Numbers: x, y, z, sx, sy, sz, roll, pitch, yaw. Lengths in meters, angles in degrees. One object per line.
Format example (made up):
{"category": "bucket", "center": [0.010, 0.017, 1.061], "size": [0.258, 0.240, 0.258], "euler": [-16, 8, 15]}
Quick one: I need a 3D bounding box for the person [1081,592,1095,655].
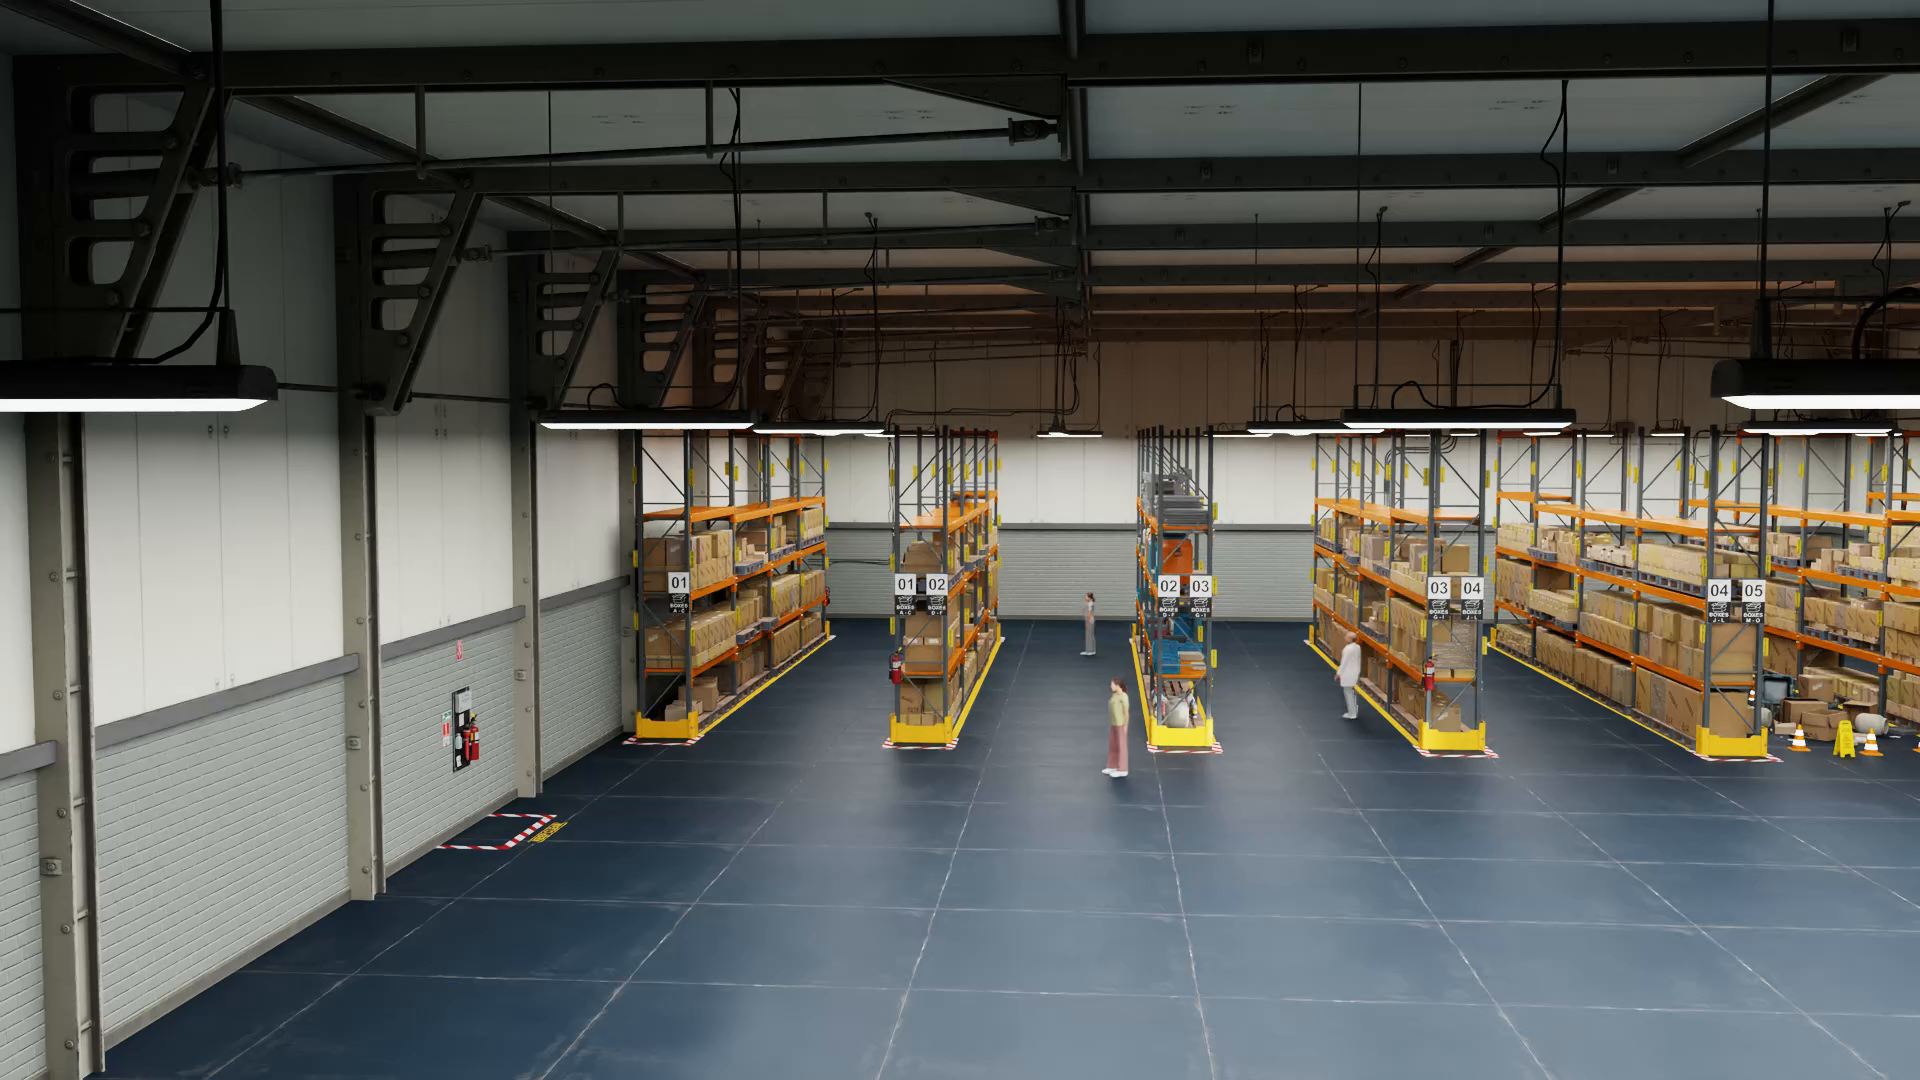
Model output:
{"category": "person", "center": [3.407, 2.221, 44.259], "size": [0.376, 1.683, 0.515], "euler": [0, 3, 6]}

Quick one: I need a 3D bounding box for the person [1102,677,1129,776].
{"category": "person", "center": [2.654, 3.169, 28.376], "size": [0.417, 1.678, 0.478], "euler": [-2, 4, -27]}

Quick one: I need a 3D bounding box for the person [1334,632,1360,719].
{"category": "person", "center": [7.974, 2.796, 34.128], "size": [0.617, 1.832, 0.515], "euler": [-2, 4, -35]}
